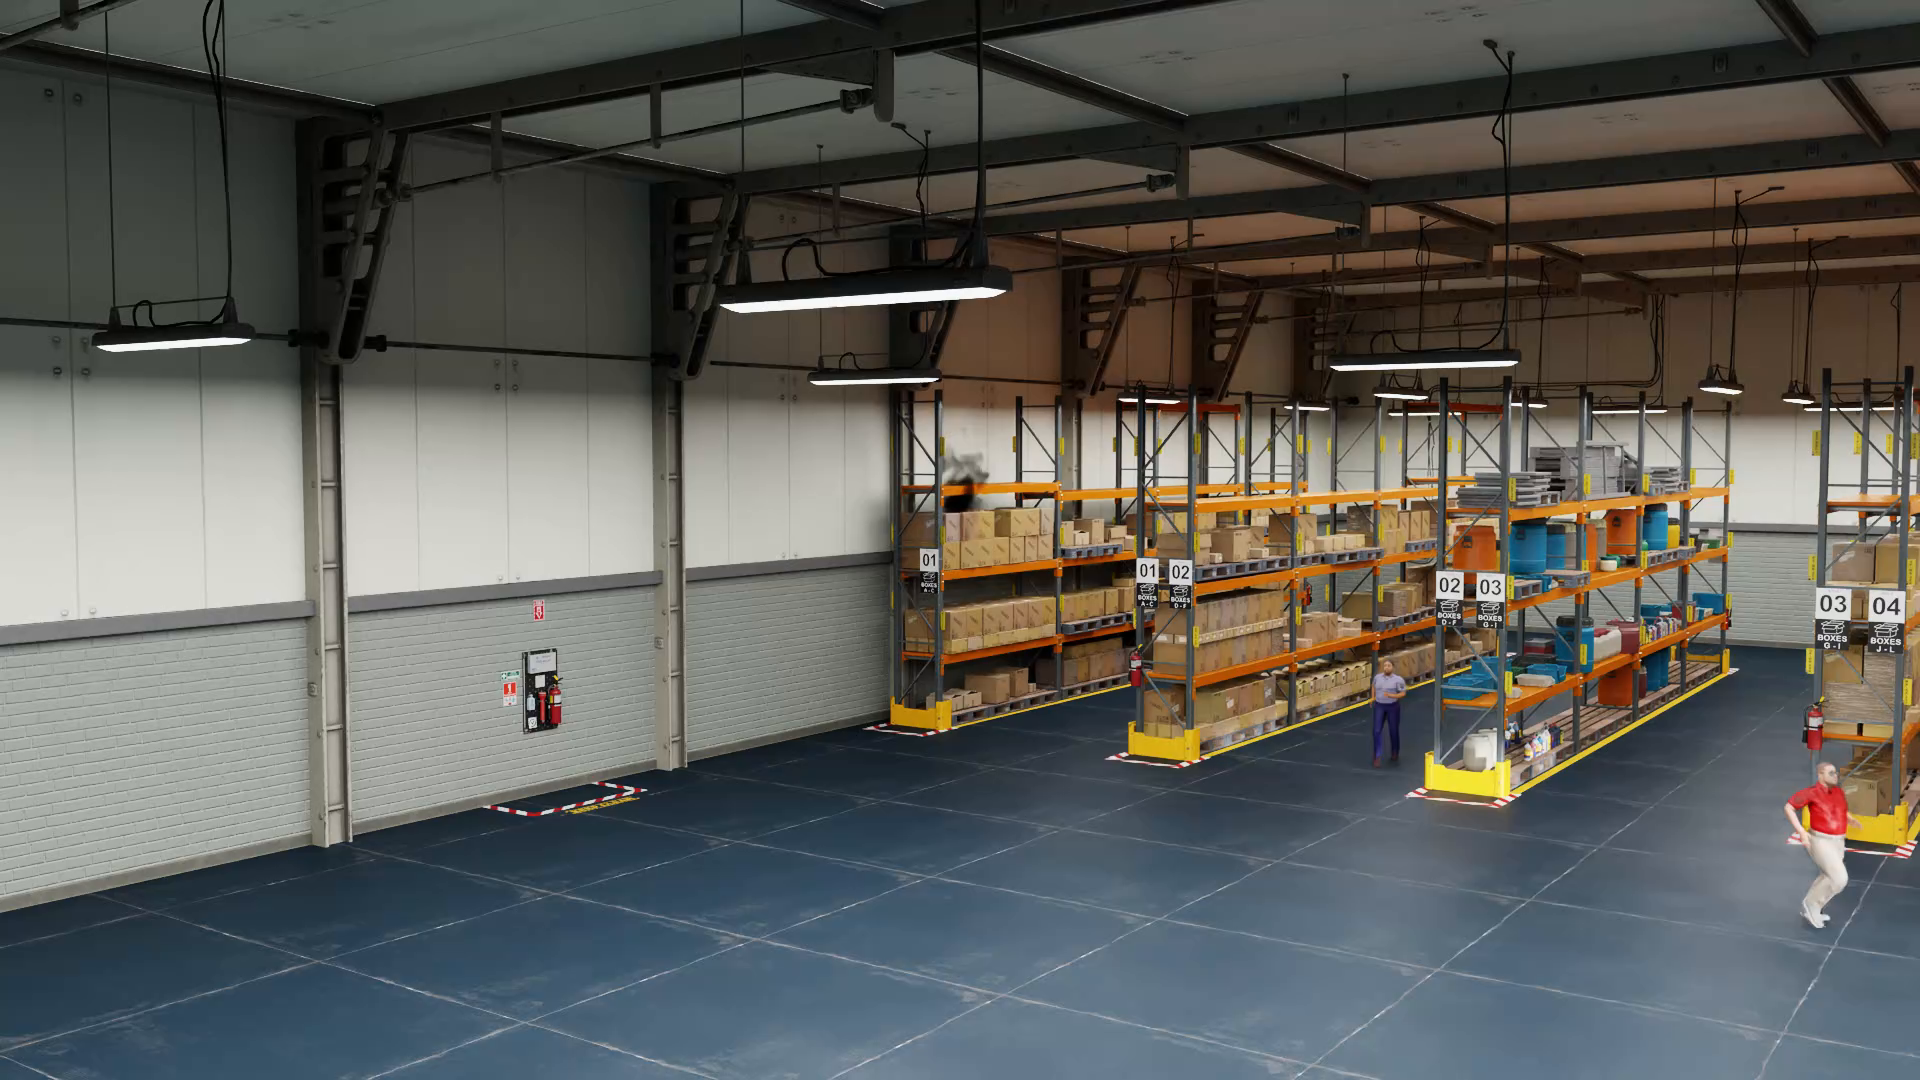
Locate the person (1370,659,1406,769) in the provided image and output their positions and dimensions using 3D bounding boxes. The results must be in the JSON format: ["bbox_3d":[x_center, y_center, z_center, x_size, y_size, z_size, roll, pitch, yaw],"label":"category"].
[{"bbox_3d":[6.697,2.714,26.070,0.581,1.712,0.676,1,4,24],"label":"person"}]

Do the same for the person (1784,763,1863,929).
[{"bbox_3d":[9.030,3.178,17.251,0.645,1.719,0.660,-2,4,-28],"label":"person"}]
